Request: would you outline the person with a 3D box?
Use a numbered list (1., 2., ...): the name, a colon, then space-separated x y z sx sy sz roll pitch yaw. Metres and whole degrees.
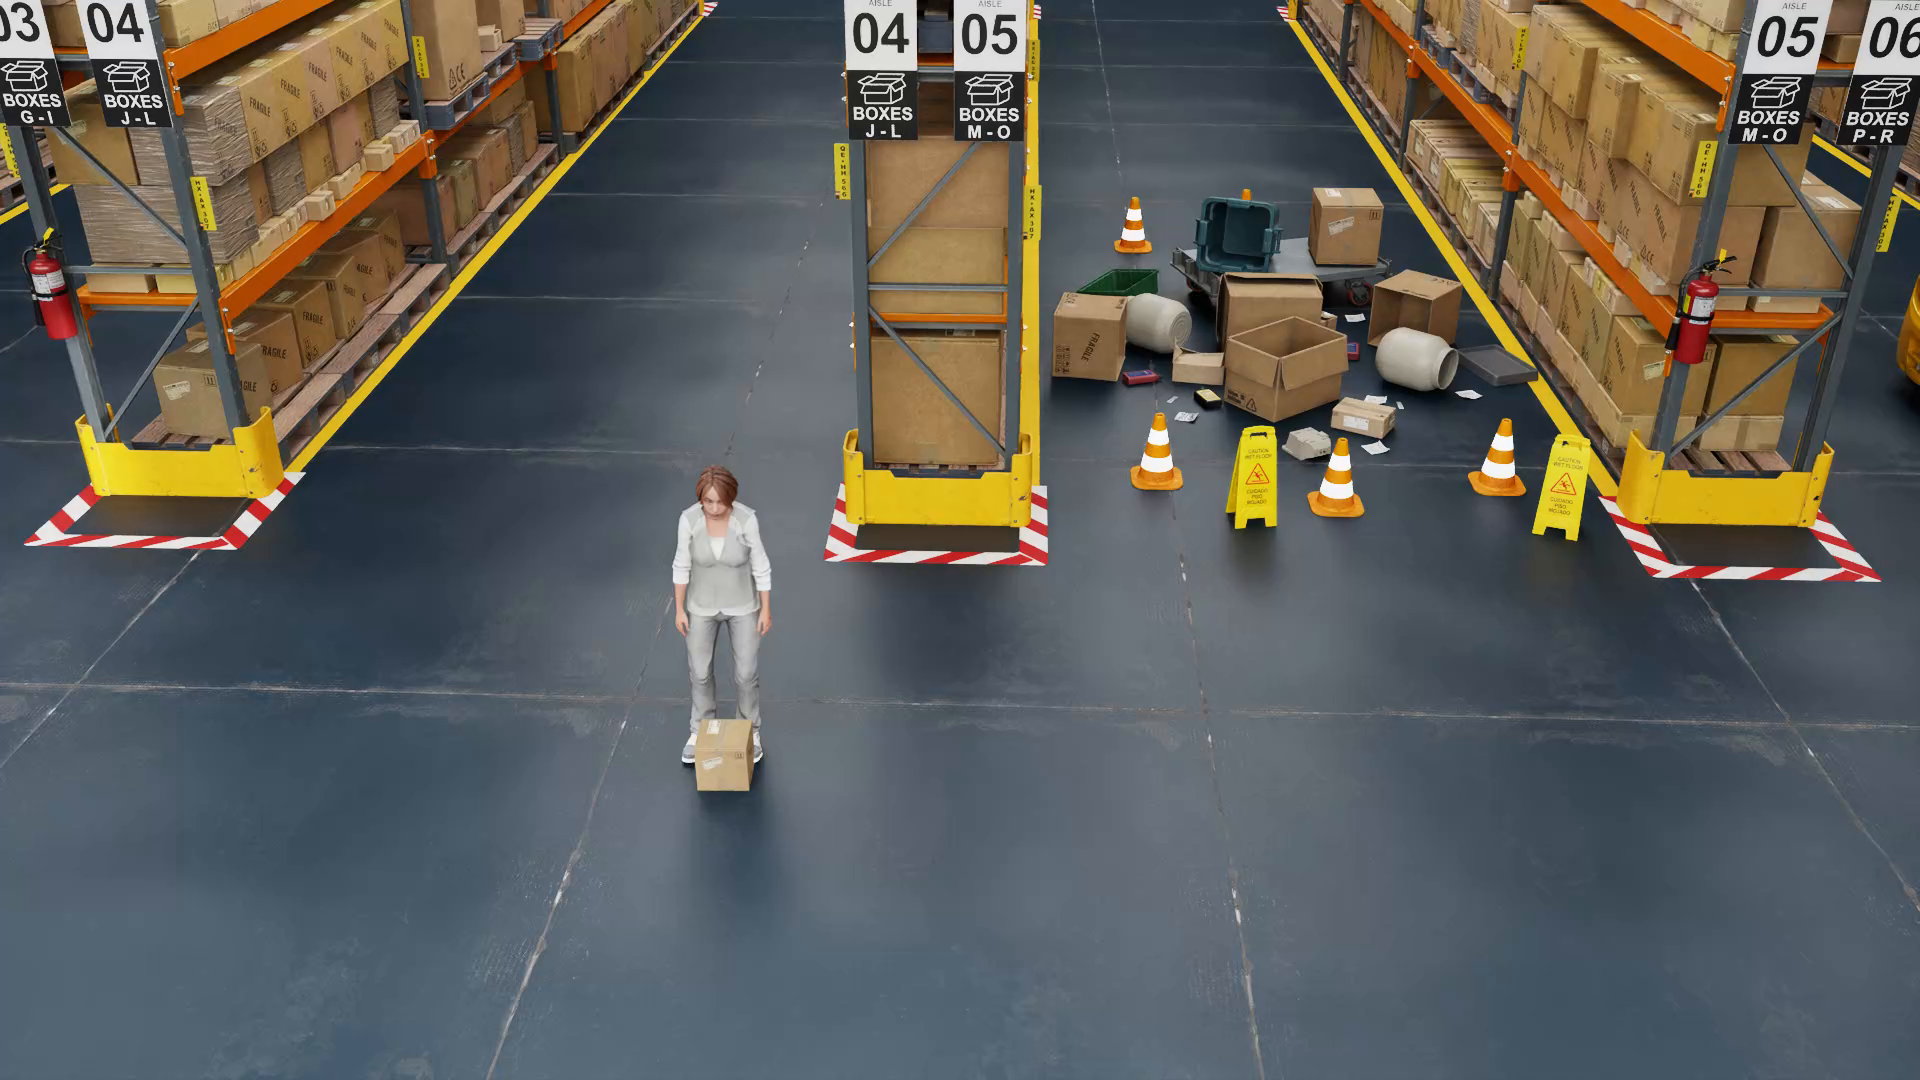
1. person: -1.142 0.345 7.995 0.485 1.593 0.342 -1 28 -1
